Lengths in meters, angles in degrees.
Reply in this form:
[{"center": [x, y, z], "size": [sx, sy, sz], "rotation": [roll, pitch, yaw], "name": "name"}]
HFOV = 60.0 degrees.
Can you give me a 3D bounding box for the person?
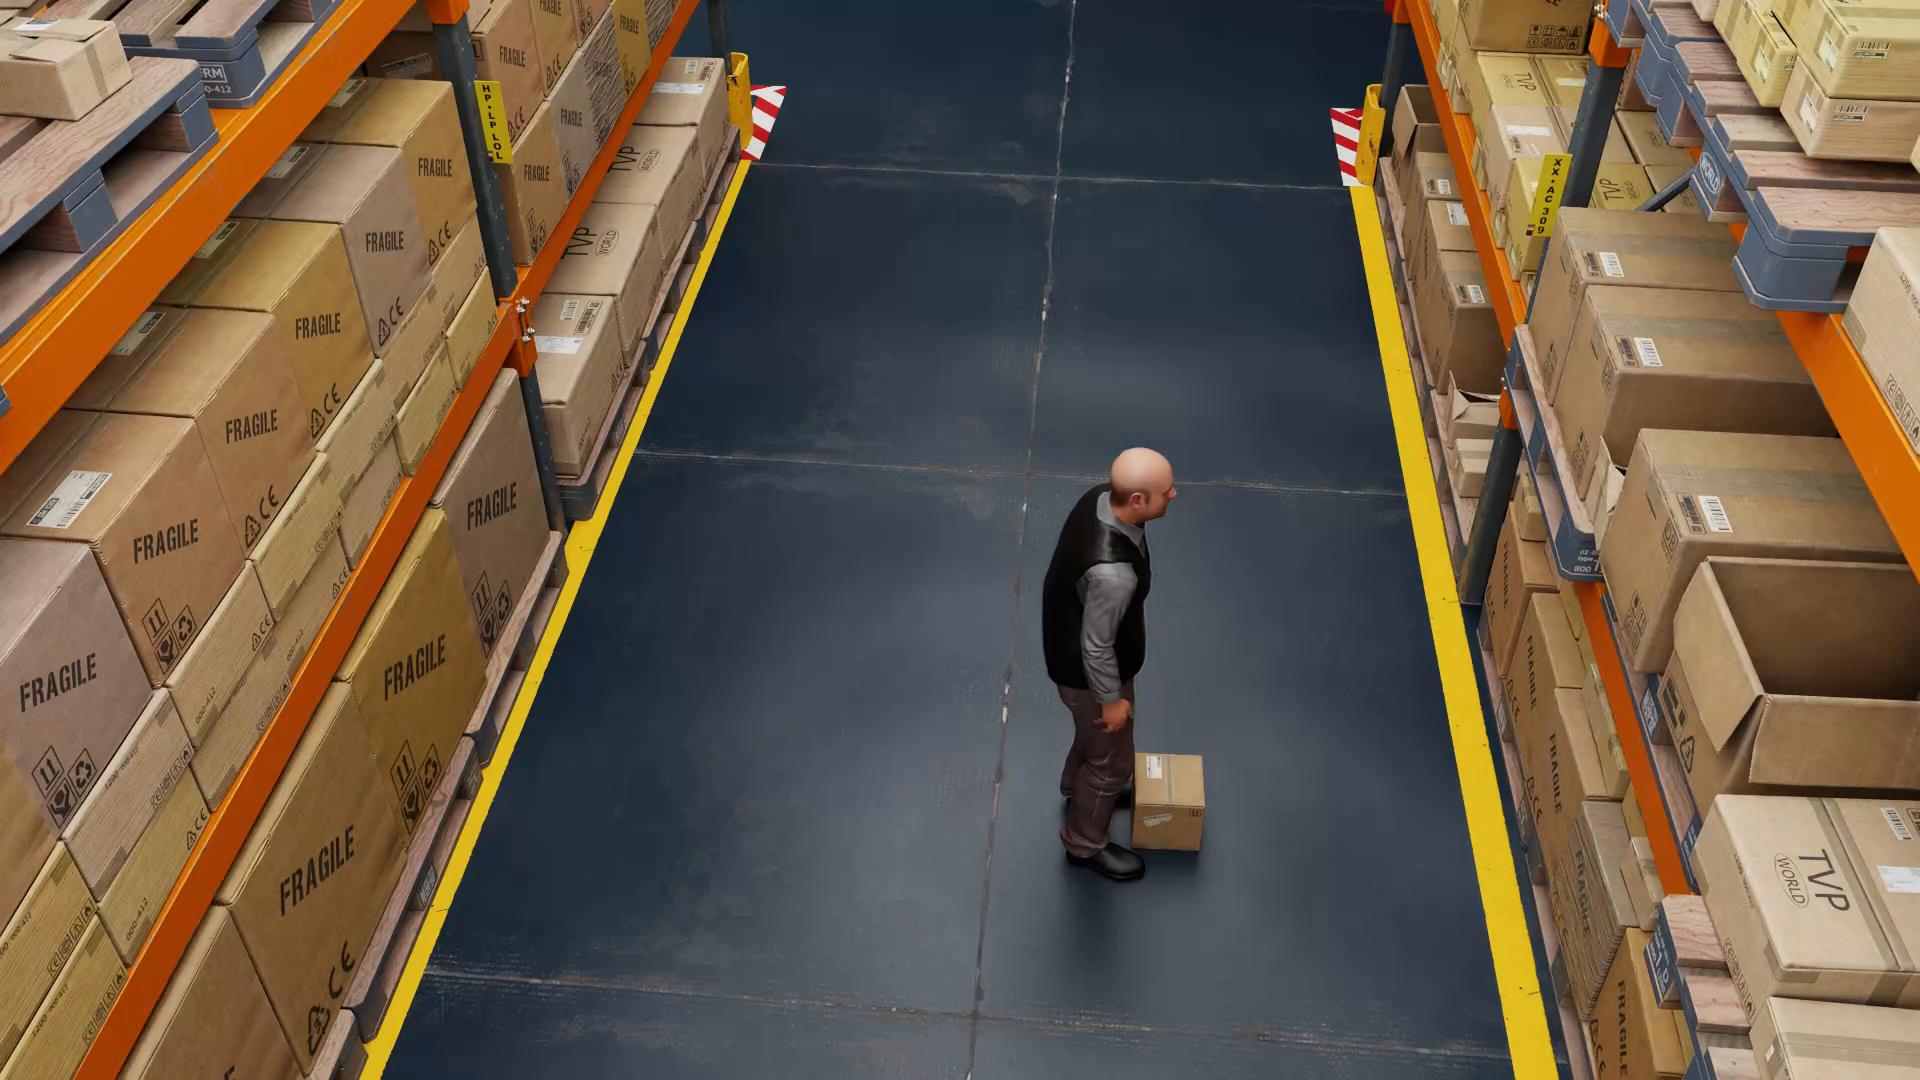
[{"center": [0.484, 0.398, 5.697], "size": [0.421, 1.720, 0.580], "rotation": [3, 40, 4], "name": "person"}]
